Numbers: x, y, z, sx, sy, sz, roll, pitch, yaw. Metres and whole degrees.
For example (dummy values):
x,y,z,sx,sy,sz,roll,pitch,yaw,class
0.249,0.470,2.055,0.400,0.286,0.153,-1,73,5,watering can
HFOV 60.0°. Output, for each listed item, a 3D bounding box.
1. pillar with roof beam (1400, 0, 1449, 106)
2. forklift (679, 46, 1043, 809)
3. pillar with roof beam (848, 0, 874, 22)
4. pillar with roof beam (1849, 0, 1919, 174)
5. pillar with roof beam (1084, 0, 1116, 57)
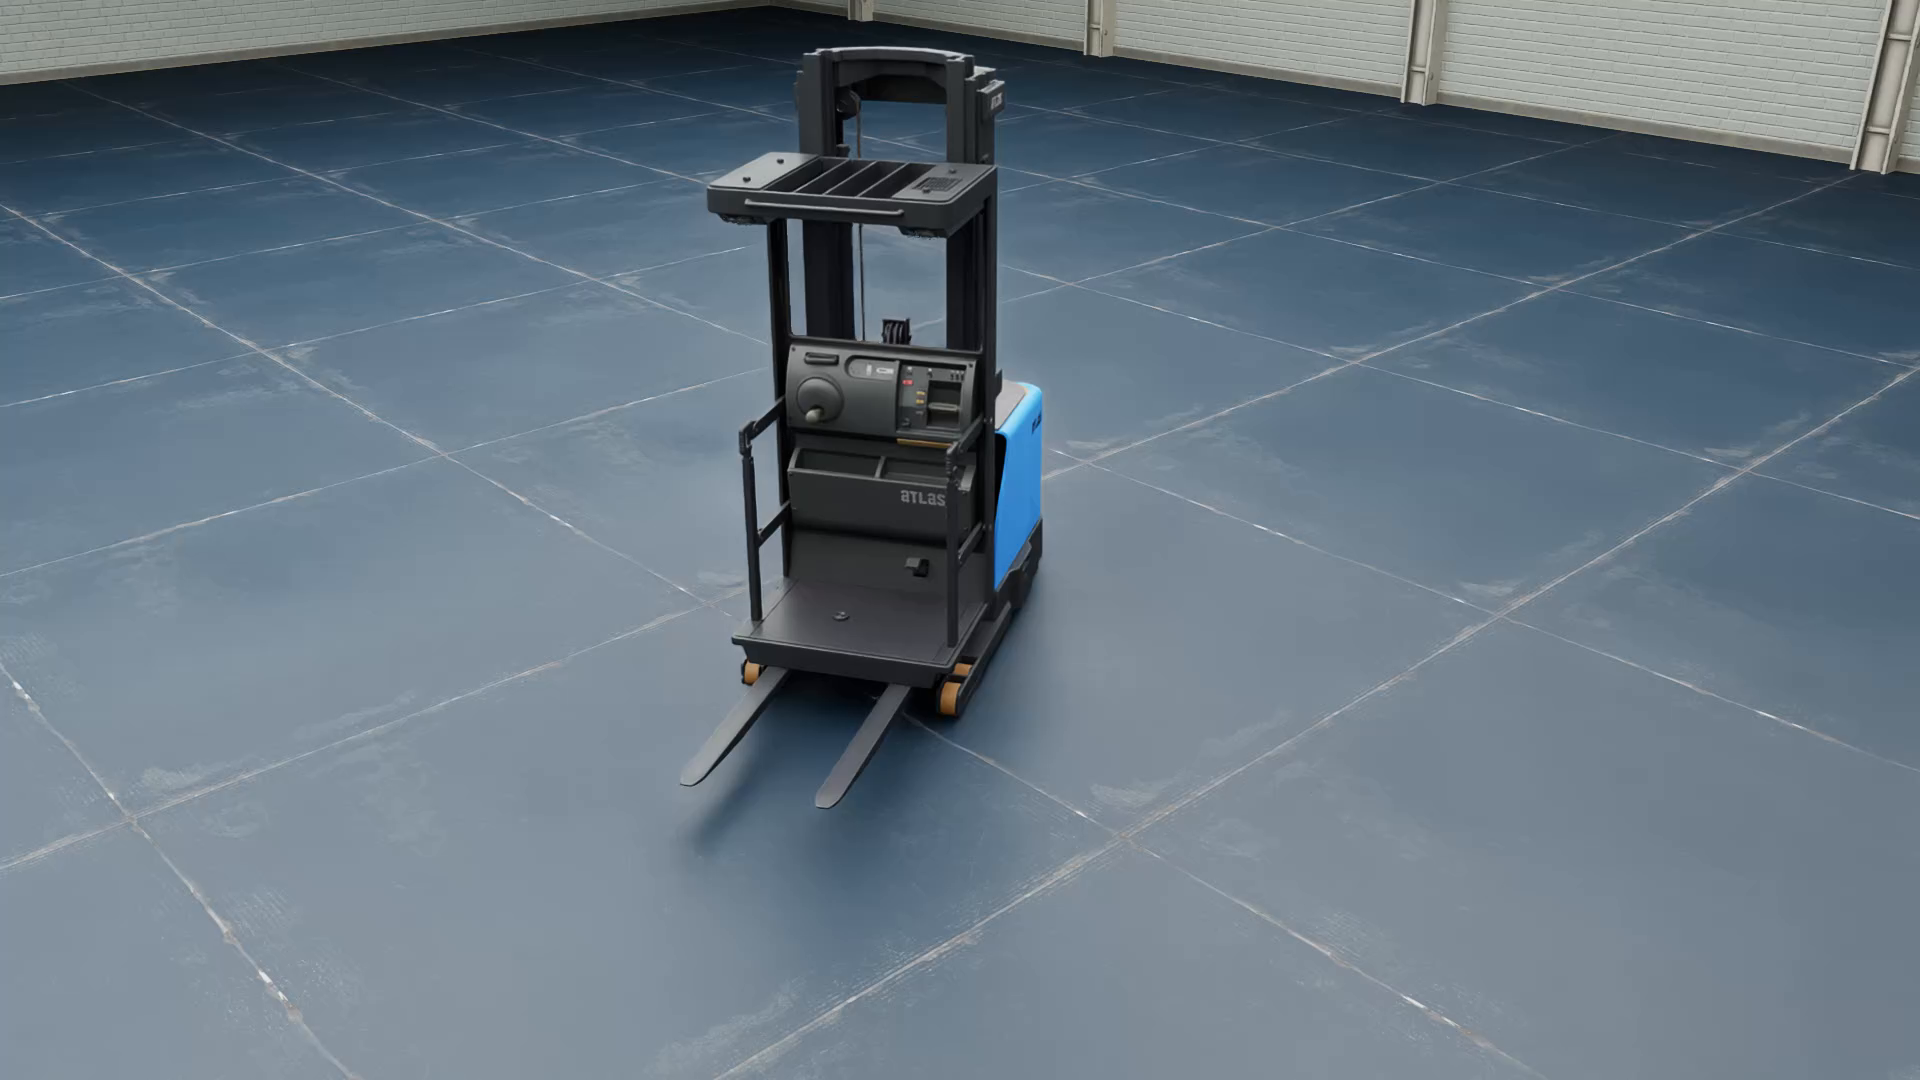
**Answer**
x,y,z,sx,sy,sz,roll,pitch,yaw,class
3.213,-8.935,18.494,9.100,9.000,0.400,-21,32,-38,pillar with roof beam
-0.436,-0.674,7.697,1.130,2.935,3.031,7,25,15,forklift
-4.989,-12.571,26.463,9.100,9.000,0.400,-21,32,-38,pillar with roof beam
7.314,-7.117,14.509,9.100,9.000,0.400,-21,32,-38,pillar with roof beam
-0.888,-10.753,22.479,9.100,9.000,0.400,-21,32,-38,pillar with roof beam
